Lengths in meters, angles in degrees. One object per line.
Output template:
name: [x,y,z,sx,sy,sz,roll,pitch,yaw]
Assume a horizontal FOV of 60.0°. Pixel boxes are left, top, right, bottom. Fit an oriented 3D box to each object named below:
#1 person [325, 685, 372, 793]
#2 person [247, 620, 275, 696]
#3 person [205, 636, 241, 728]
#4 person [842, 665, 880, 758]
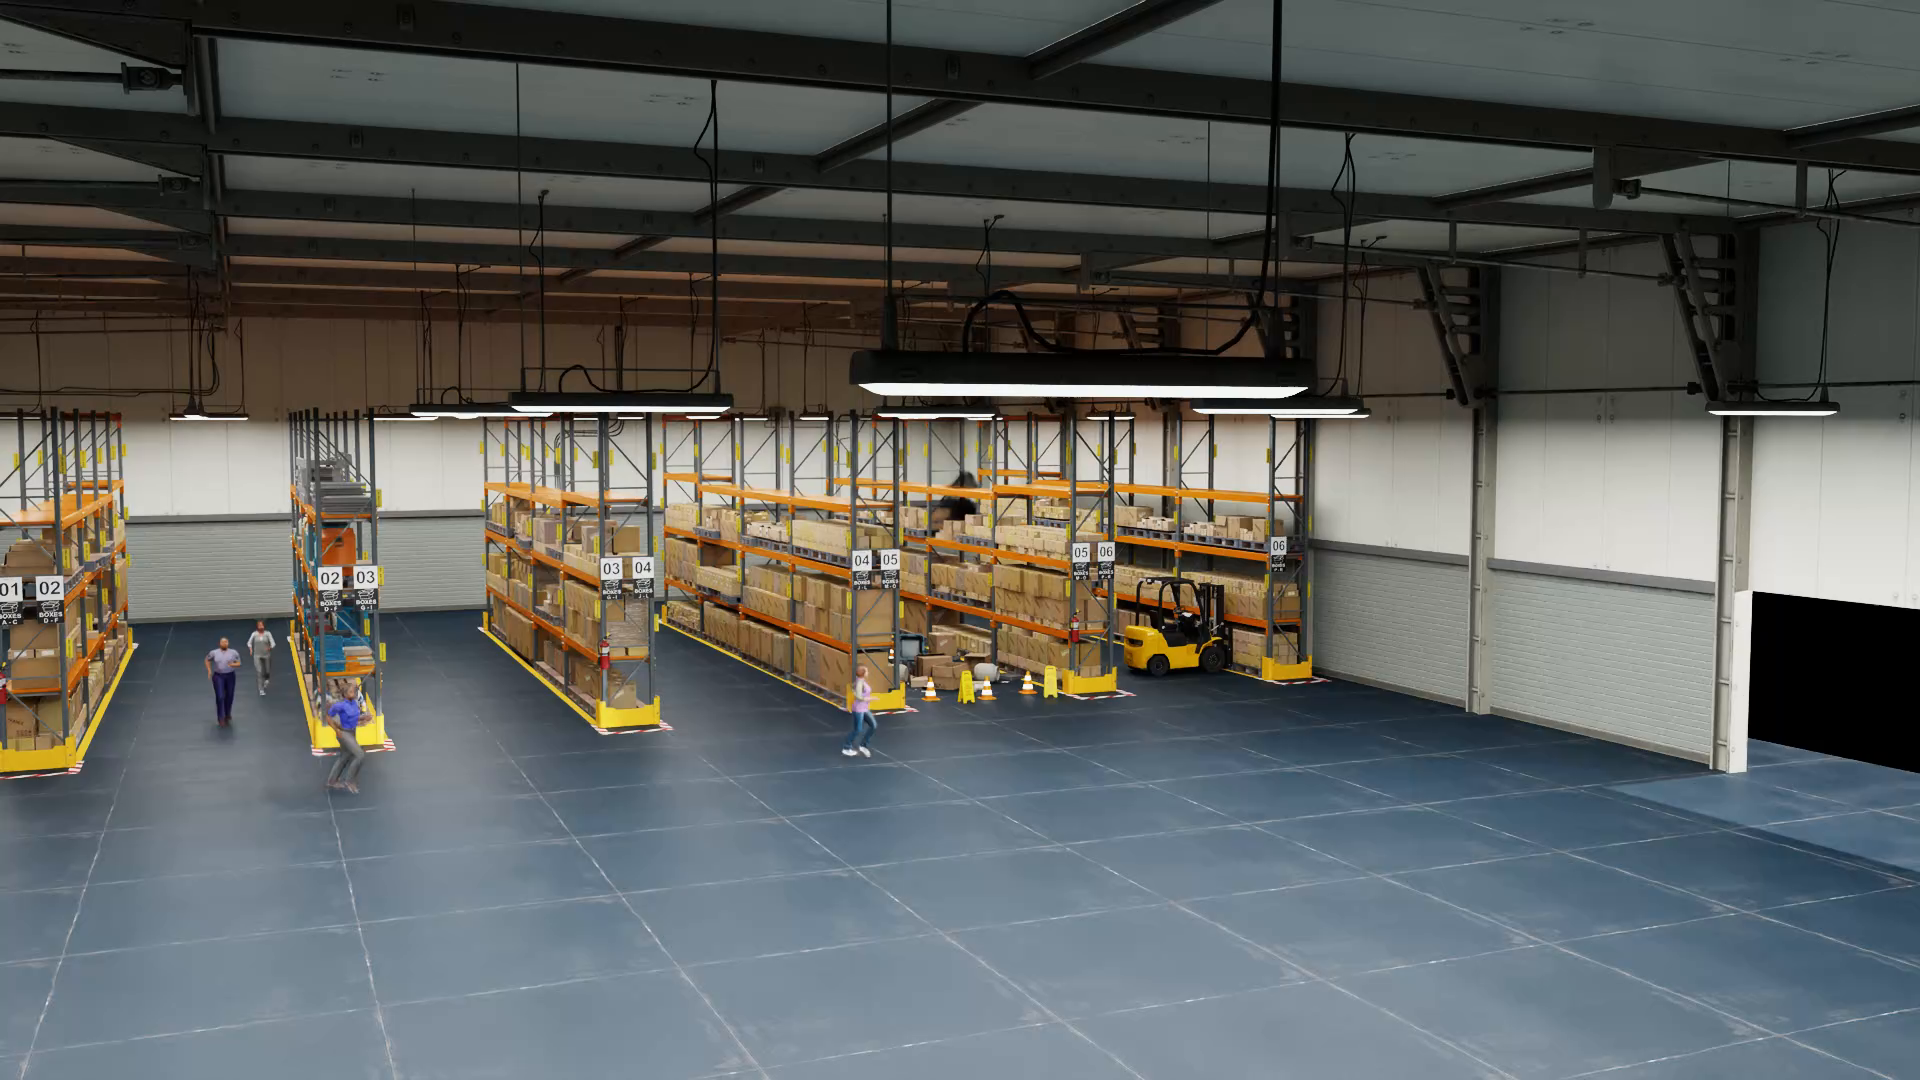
person: [-9.524,3.146,25.905,0.728,1.629,0.545,0,4,4]
person: [-14.785,2.476,35.193,0.546,1.560,0.733,-2,4,-23]
person: [-14.014,2.683,31.672,0.582,1.708,0.775,-3,5,-35]
person: [-1.690,2.984,28.427,0.681,1.521,0.526,1,4,13]
